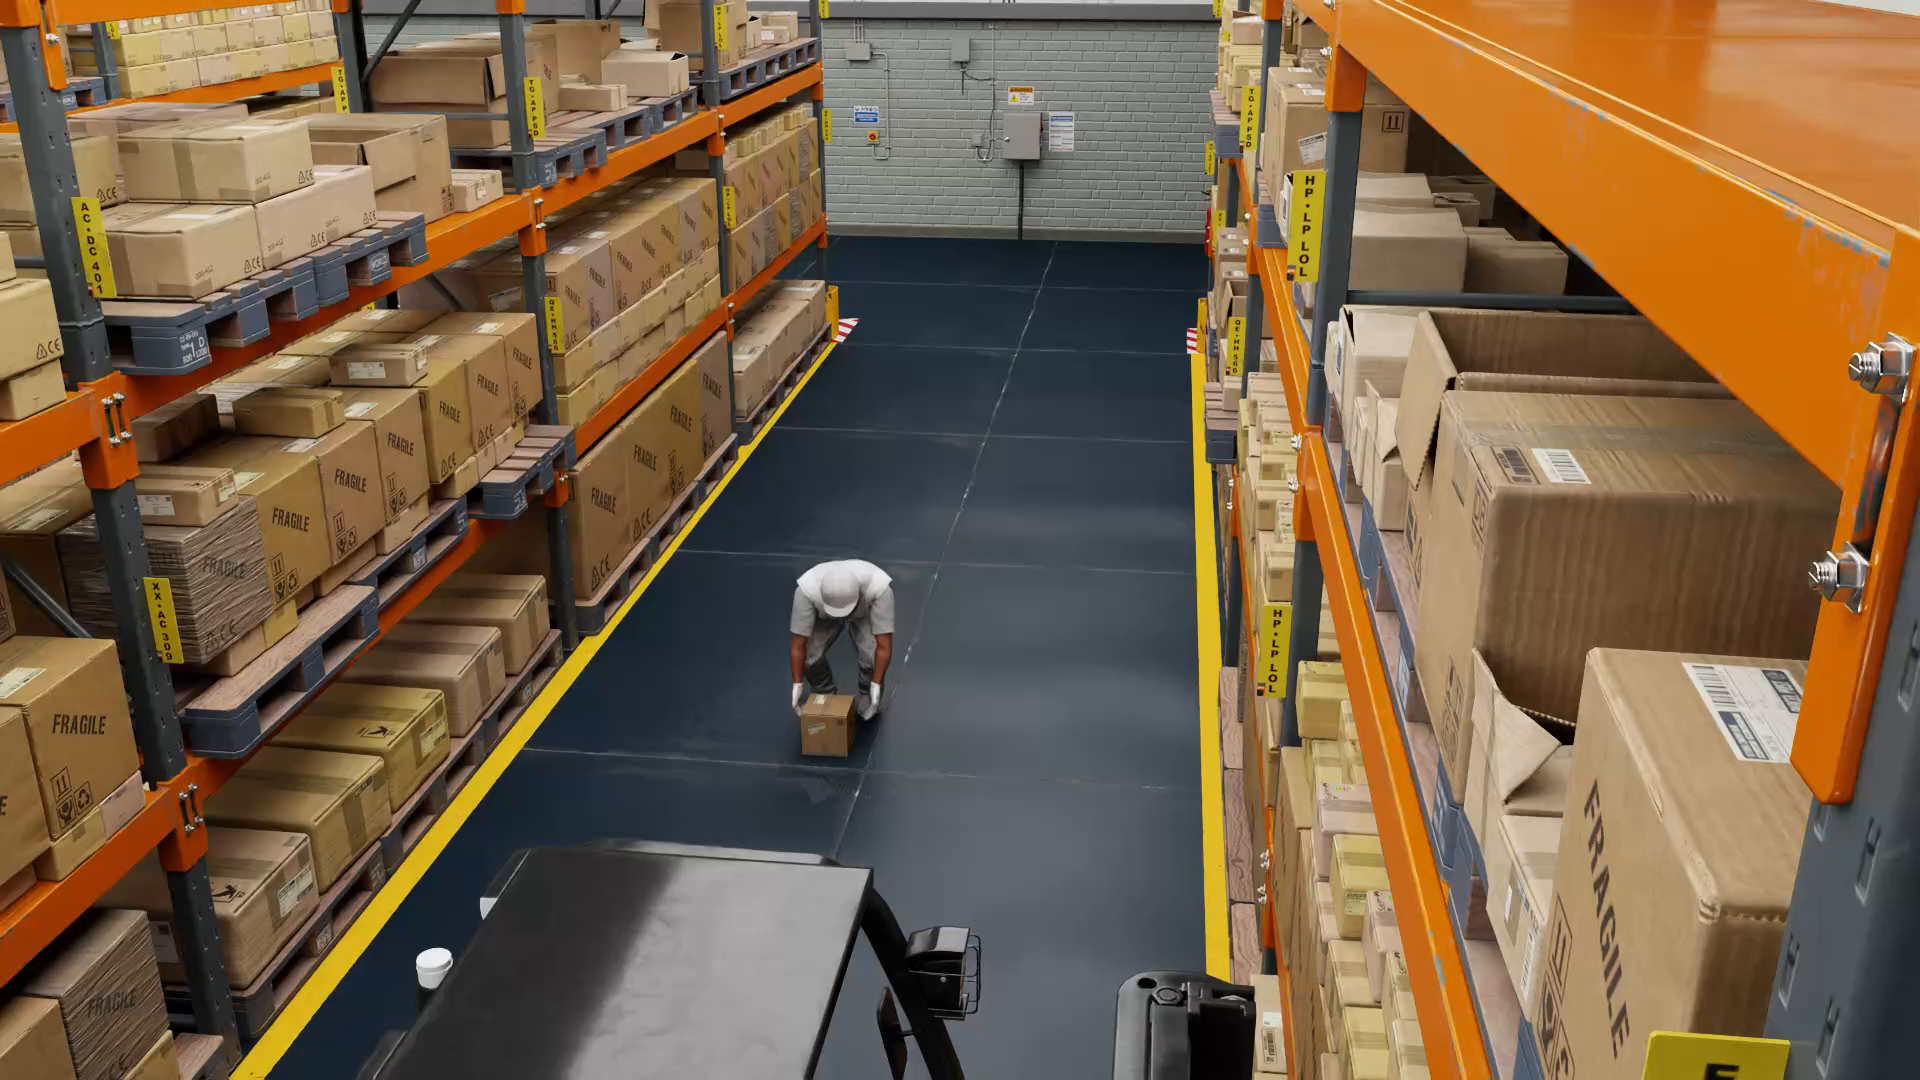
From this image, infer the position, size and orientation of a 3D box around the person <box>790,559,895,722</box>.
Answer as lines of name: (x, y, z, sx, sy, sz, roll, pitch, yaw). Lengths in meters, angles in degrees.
person: (-0.621, 0.514, 9.262, 0.577, 1.037, 0.895, 2, 21, 6)
